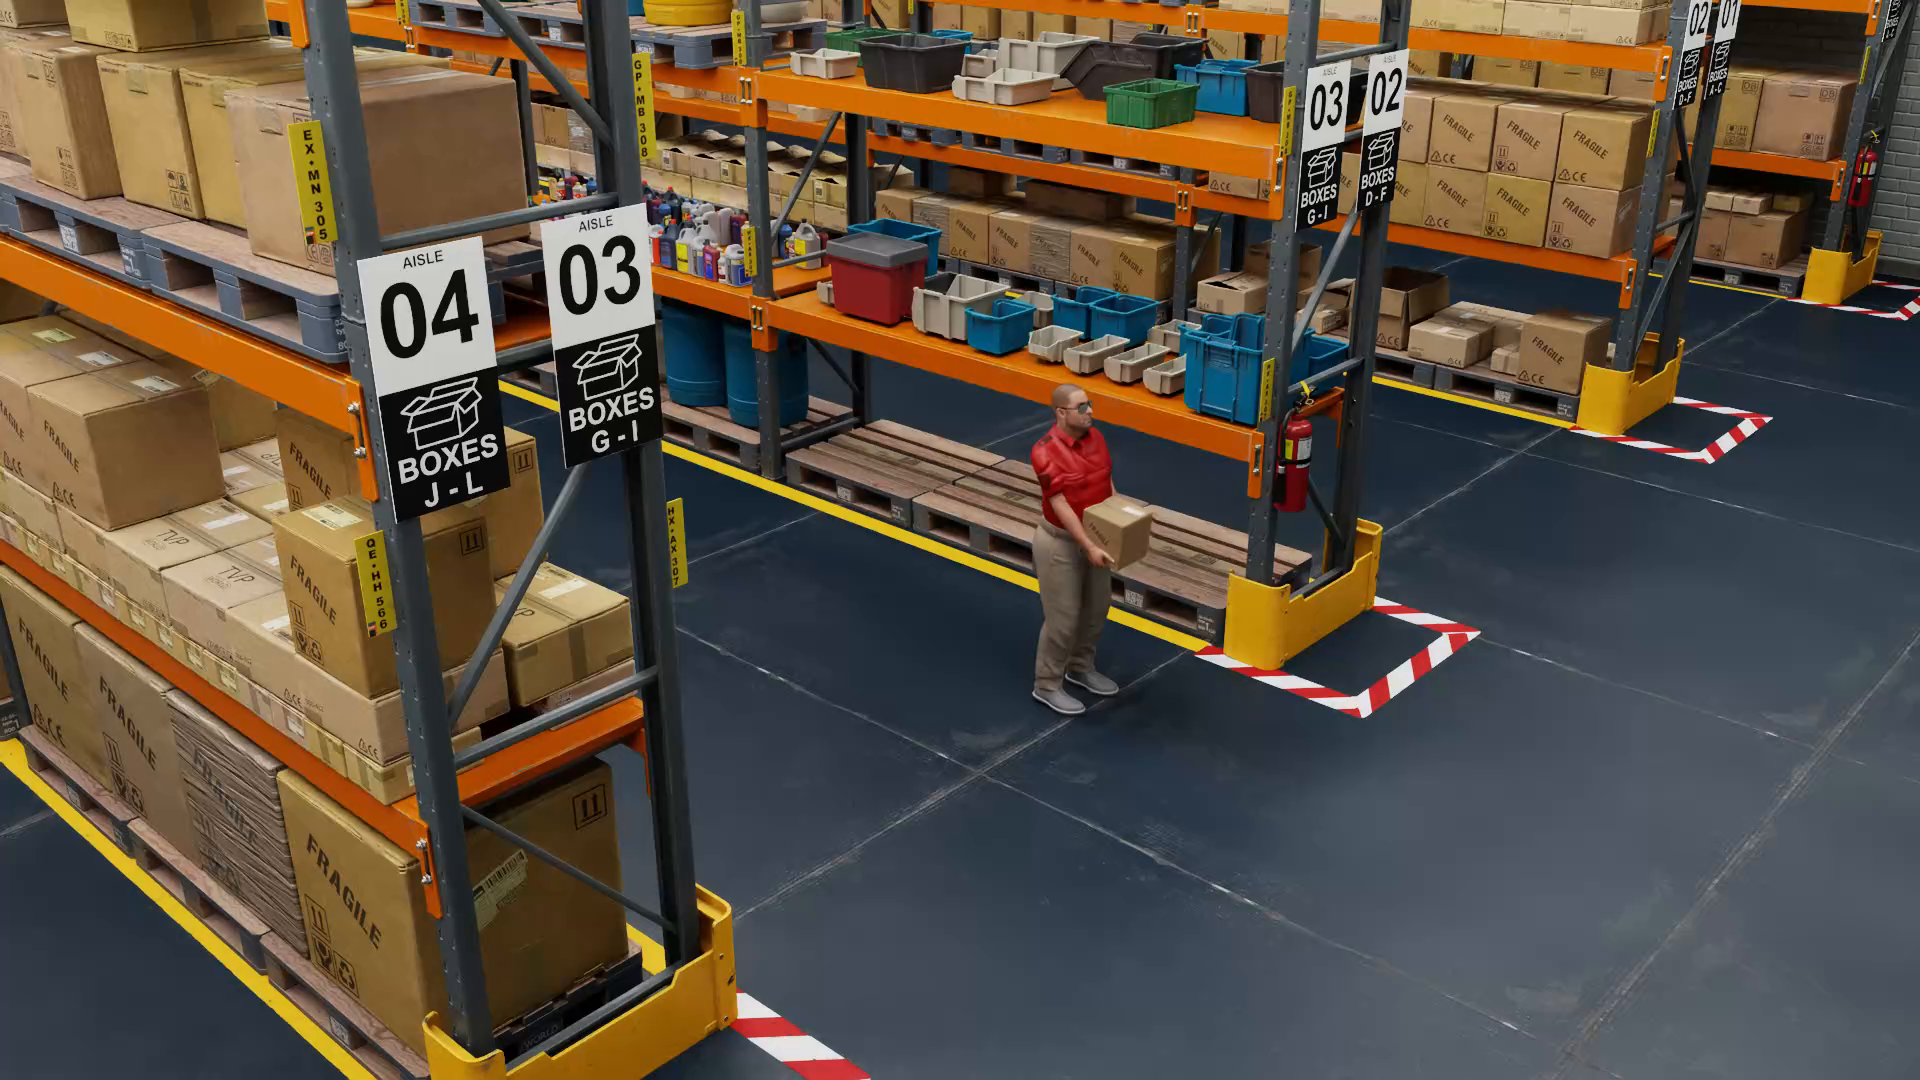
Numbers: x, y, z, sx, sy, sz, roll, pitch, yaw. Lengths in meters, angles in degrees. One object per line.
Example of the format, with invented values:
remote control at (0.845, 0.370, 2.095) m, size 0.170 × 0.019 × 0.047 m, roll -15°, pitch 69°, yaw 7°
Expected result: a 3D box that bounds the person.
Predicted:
person at (0.662, 0.057, 8.506) m, size 0.537 × 1.712 × 0.494 m, roll 20°, pitch 31°, yaw 38°
